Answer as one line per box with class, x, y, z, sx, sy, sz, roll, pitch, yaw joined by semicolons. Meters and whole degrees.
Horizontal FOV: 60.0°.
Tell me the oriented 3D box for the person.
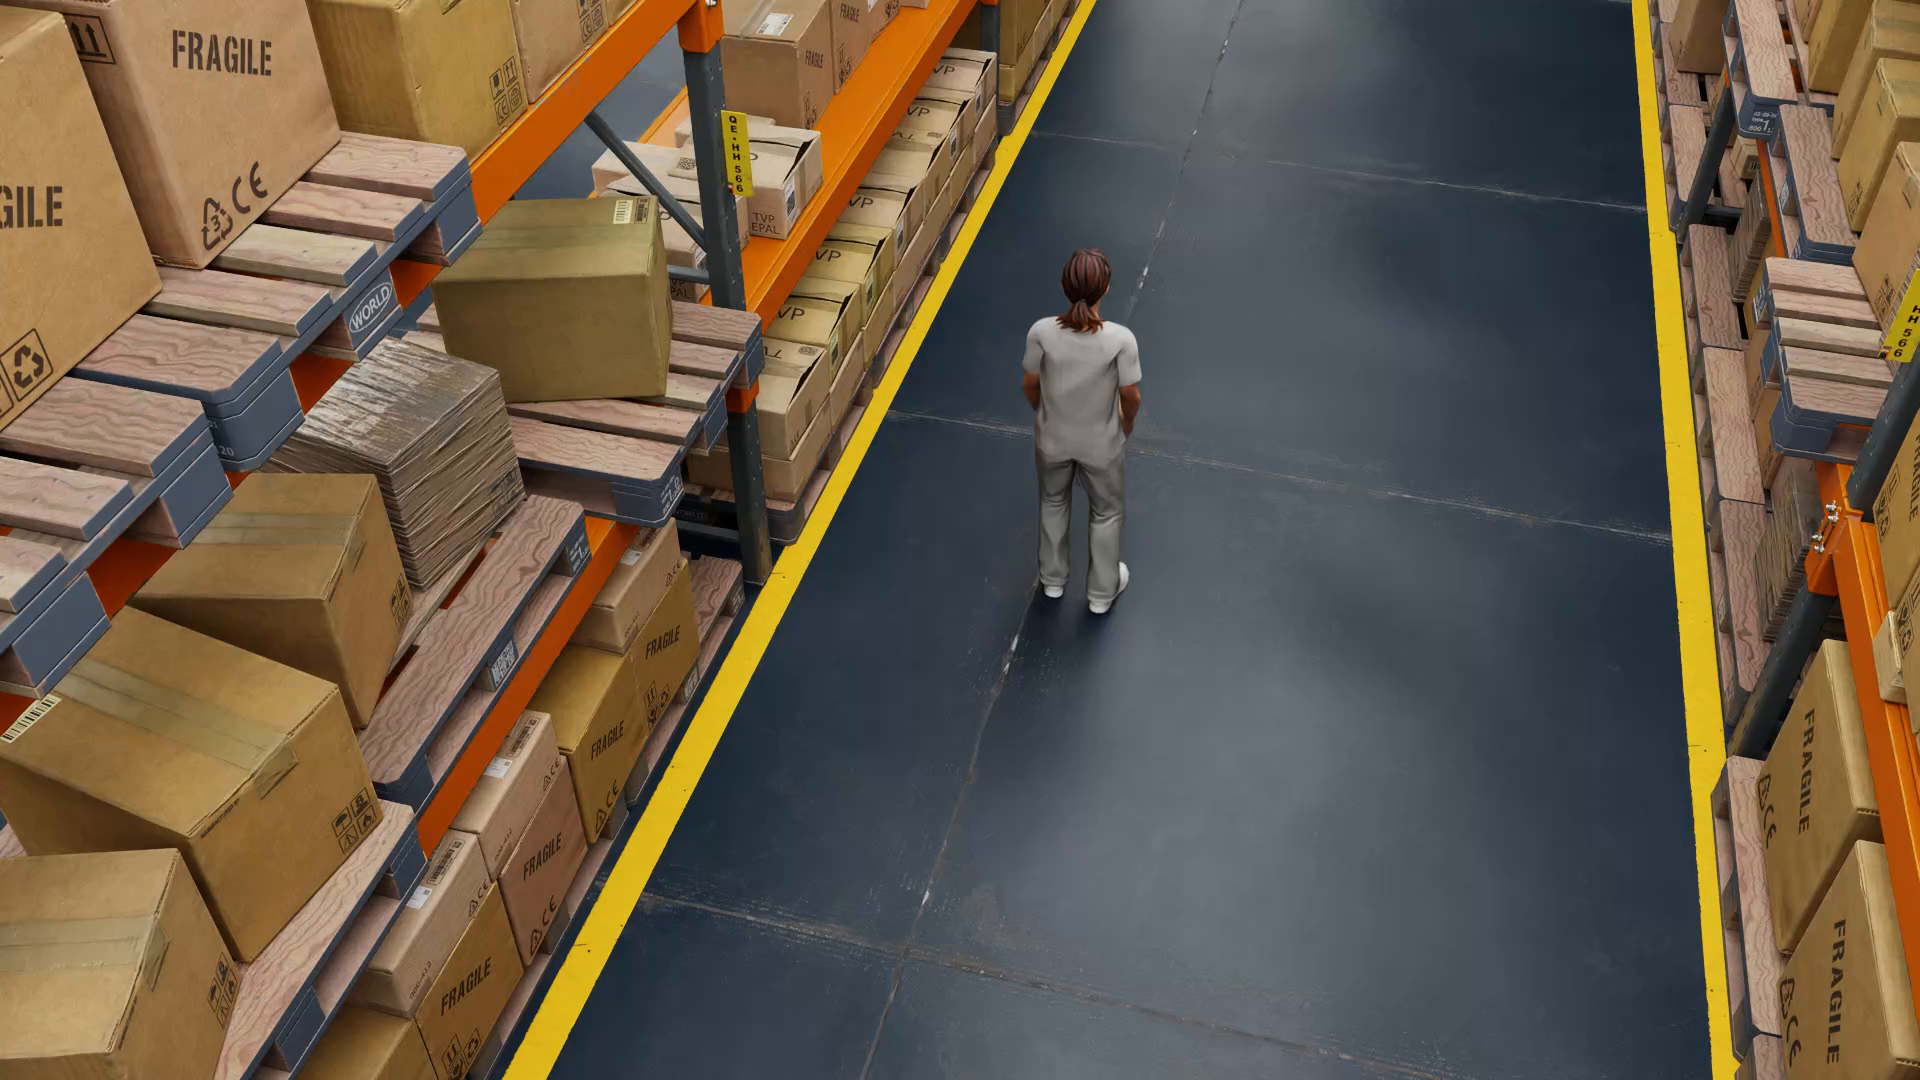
person;0.482;-0.429;6.648;0.471;1.676;0.414;9;42;10
